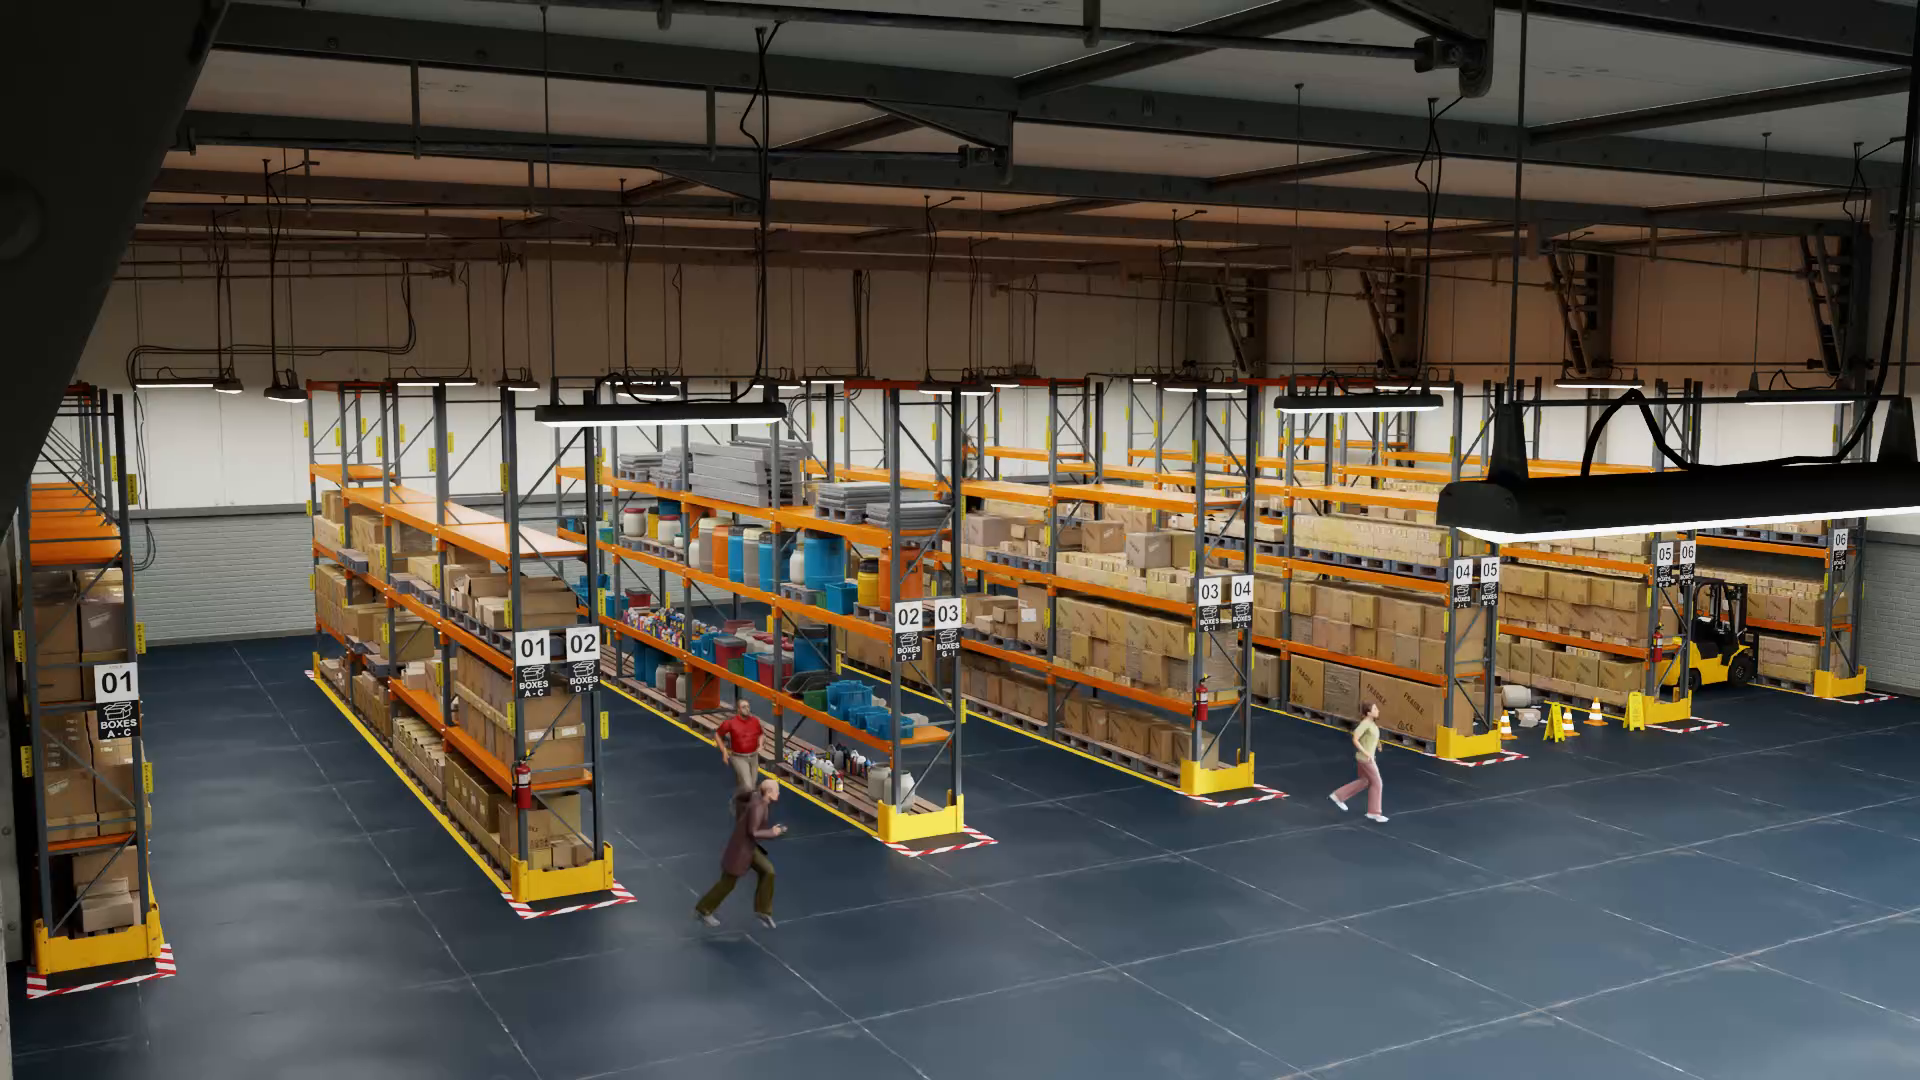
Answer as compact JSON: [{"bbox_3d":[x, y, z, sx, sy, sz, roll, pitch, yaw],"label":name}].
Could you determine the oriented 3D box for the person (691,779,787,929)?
[{"bbox_3d":[-2.475,3.540,18.622,1.079,1.755,0.752,0,6,-4],"label":"person"}]

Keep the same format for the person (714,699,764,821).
[{"bbox_3d":[-2.958,3.046,22.917,0.647,1.698,0.659,-5,8,-41],"label":"person"}]

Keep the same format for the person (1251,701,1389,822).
[{"bbox_3d":[4.762,2.493,28.397,5.413,1.690,10.331,2,6,17],"label":"person"}]
